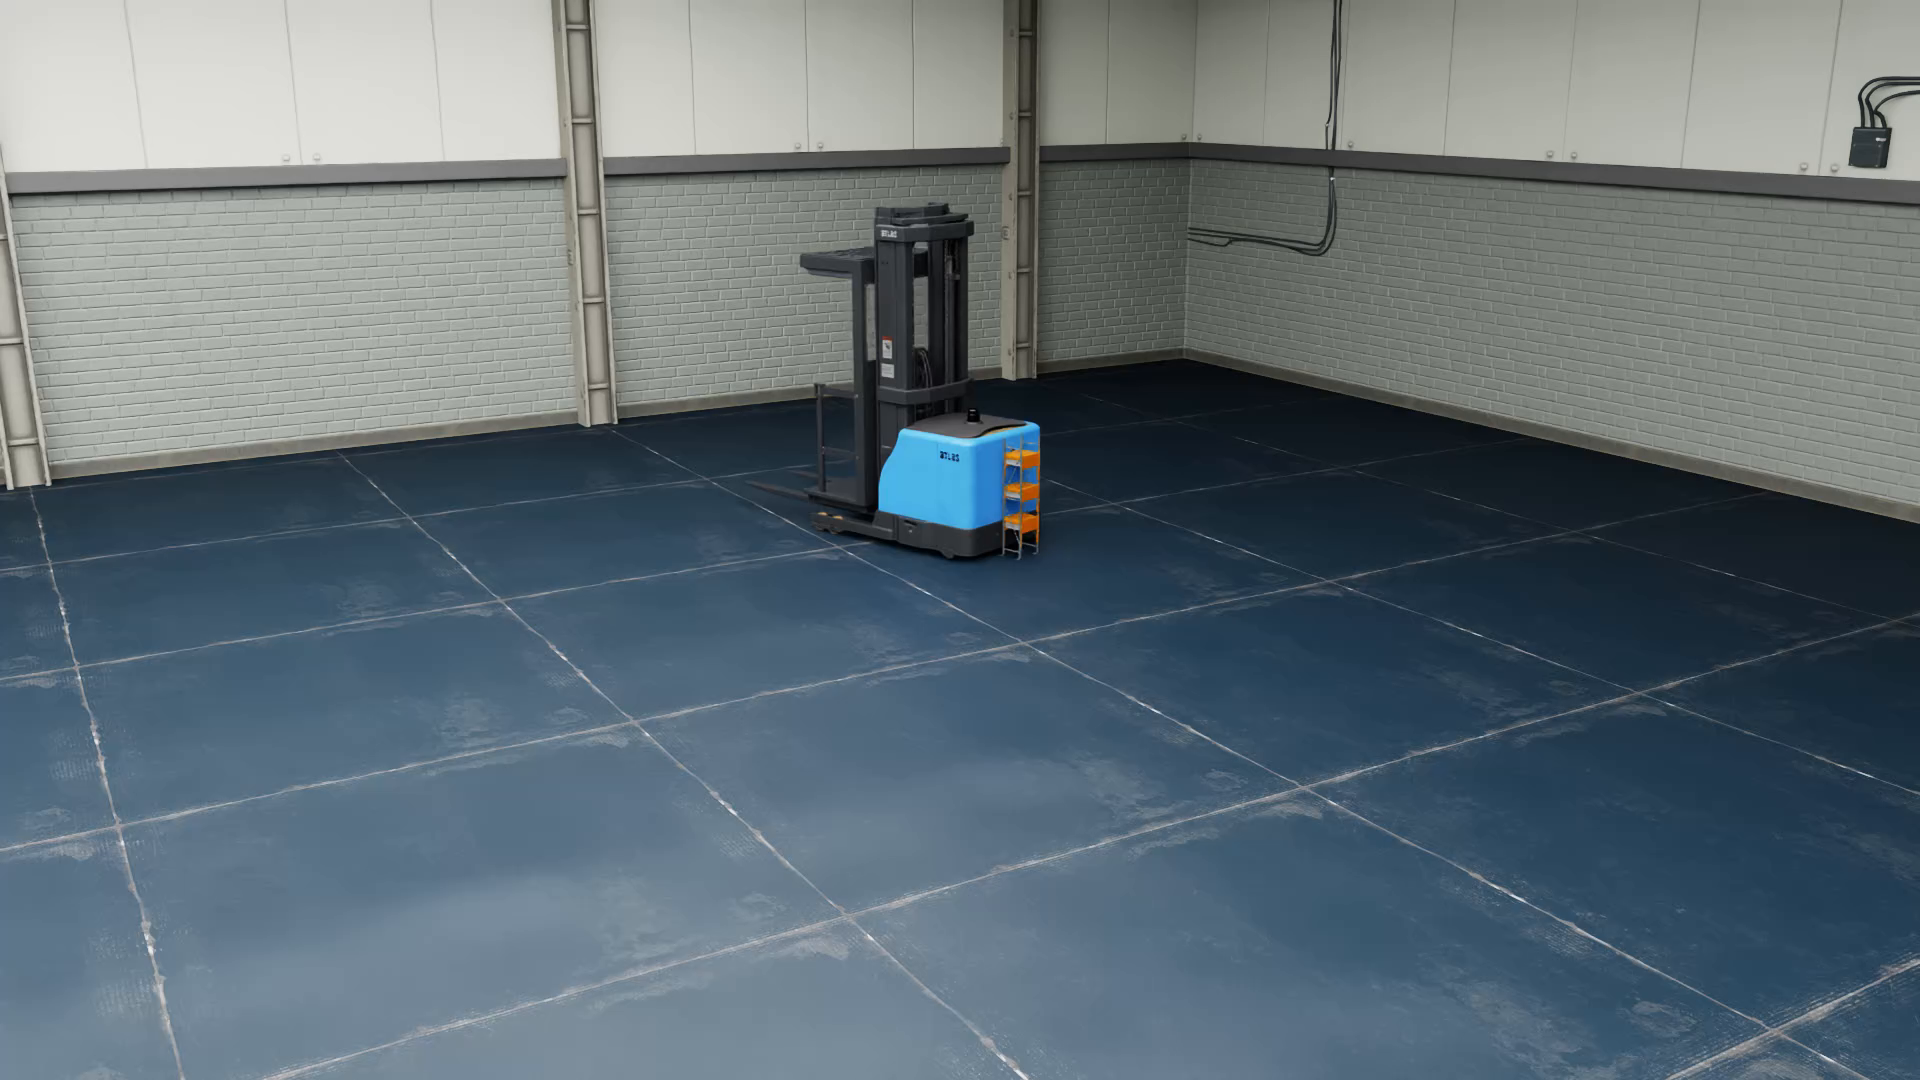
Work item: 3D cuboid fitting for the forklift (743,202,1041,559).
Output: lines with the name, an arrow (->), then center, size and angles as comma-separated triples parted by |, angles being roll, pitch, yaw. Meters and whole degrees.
forklift -> -0.732, -1.559, 15.043 | 3.031, 2.935, 1.130 | 13, 20, 39

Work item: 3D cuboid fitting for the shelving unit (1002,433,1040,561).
shelving unit -> 0.524, -0.370, 14.283 | 0.215, 1.050, 0.252 | 13, 20, 39

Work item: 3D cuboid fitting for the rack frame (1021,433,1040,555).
rack frame -> 0.603, -0.395, 14.373 | 0.200, 1.050, 0.008 | 13, 20, 39

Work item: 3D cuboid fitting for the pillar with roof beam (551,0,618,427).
pillar with roof beam -> -2.118, -4.737, 15.138 | 0.400, 9.000, 9.100 | -9, 18, -30

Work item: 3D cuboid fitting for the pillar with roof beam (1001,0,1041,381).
pillar with roof beam -> 3.025, -5.572, 18.114 | 0.400, 9.000, 9.100 | -9, 18, -30

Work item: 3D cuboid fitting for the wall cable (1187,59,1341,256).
wall cable -> 4.014, -5.176, 22.455 | 0.112, 2.526, 3.097 | -9, 18, -30

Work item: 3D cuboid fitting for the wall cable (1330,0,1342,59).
wall cable -> 5.408, -6.982, 19.541 | 0.112, 2.526, 3.097 | -9, 18, -30

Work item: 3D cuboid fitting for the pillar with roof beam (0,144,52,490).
pillar with roof beam -> -7.261, -3.903, 12.163 | 0.400, 9.000, 9.100 | -9, 18, -30

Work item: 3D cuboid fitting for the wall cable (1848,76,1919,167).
wall cable -> 8.890, -6.110, 13.734 | 0.169, 6.003, 2.305 | -9, 18, -30

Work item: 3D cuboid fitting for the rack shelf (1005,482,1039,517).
rack shelf -> 0.524, -0.360, 14.286 | 0.215, 0.259, 0.240 | 13, 20, 39

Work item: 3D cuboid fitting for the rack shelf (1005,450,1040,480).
rack shelf -> 0.524, -0.633, 14.210 | 0.215, 0.259, 0.240 | 13, 20, 39

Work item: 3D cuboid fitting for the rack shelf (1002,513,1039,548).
rack shelf -> 0.524, -0.092, 14.362 | 0.215, 0.259, 0.240 | 13, 20, 39

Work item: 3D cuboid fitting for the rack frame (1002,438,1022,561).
rack frame -> 0.445, -0.345, 14.194 | 0.200, 1.050, 0.008 | 13, 20, 39
